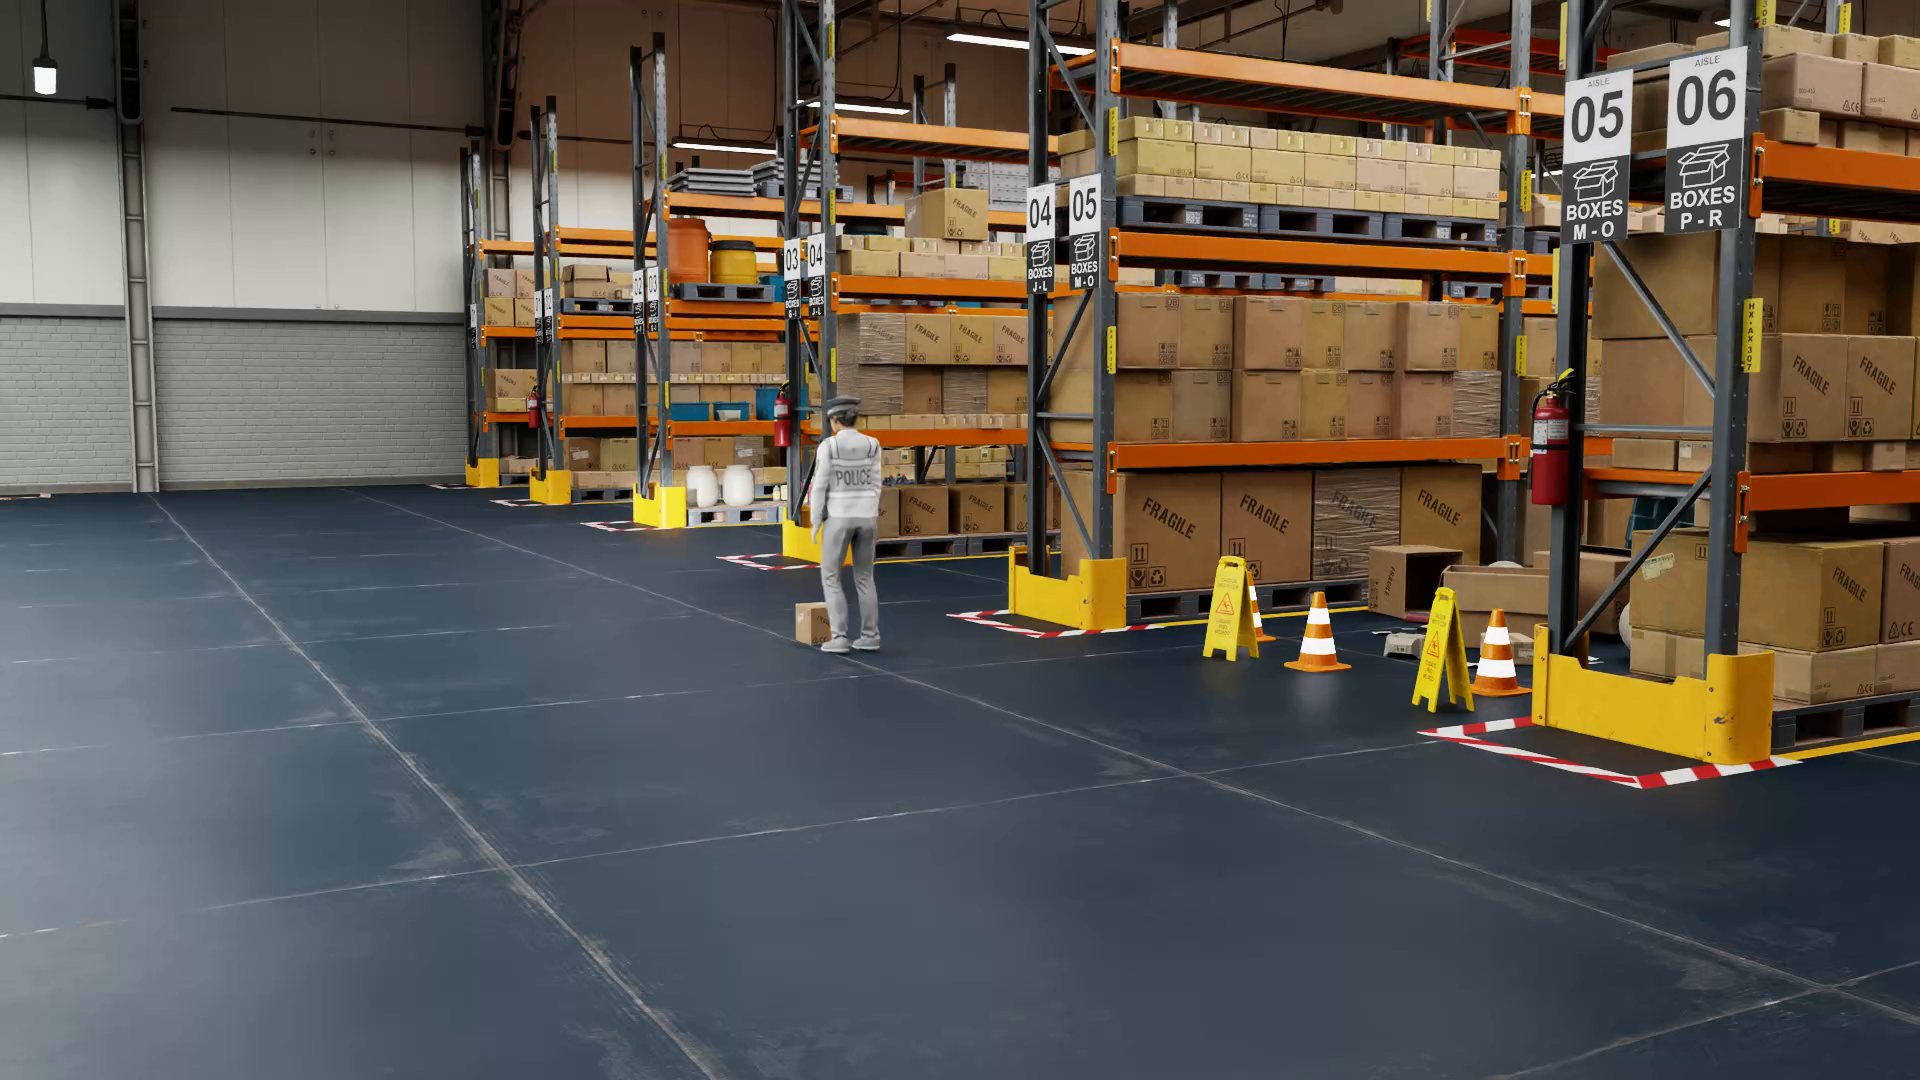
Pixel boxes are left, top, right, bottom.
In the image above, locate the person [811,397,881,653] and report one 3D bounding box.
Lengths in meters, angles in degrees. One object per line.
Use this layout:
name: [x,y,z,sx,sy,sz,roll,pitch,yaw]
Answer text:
person: [-0.738,-0.088,10.744,0.479,1.644,0.352,-3,6,-28]
